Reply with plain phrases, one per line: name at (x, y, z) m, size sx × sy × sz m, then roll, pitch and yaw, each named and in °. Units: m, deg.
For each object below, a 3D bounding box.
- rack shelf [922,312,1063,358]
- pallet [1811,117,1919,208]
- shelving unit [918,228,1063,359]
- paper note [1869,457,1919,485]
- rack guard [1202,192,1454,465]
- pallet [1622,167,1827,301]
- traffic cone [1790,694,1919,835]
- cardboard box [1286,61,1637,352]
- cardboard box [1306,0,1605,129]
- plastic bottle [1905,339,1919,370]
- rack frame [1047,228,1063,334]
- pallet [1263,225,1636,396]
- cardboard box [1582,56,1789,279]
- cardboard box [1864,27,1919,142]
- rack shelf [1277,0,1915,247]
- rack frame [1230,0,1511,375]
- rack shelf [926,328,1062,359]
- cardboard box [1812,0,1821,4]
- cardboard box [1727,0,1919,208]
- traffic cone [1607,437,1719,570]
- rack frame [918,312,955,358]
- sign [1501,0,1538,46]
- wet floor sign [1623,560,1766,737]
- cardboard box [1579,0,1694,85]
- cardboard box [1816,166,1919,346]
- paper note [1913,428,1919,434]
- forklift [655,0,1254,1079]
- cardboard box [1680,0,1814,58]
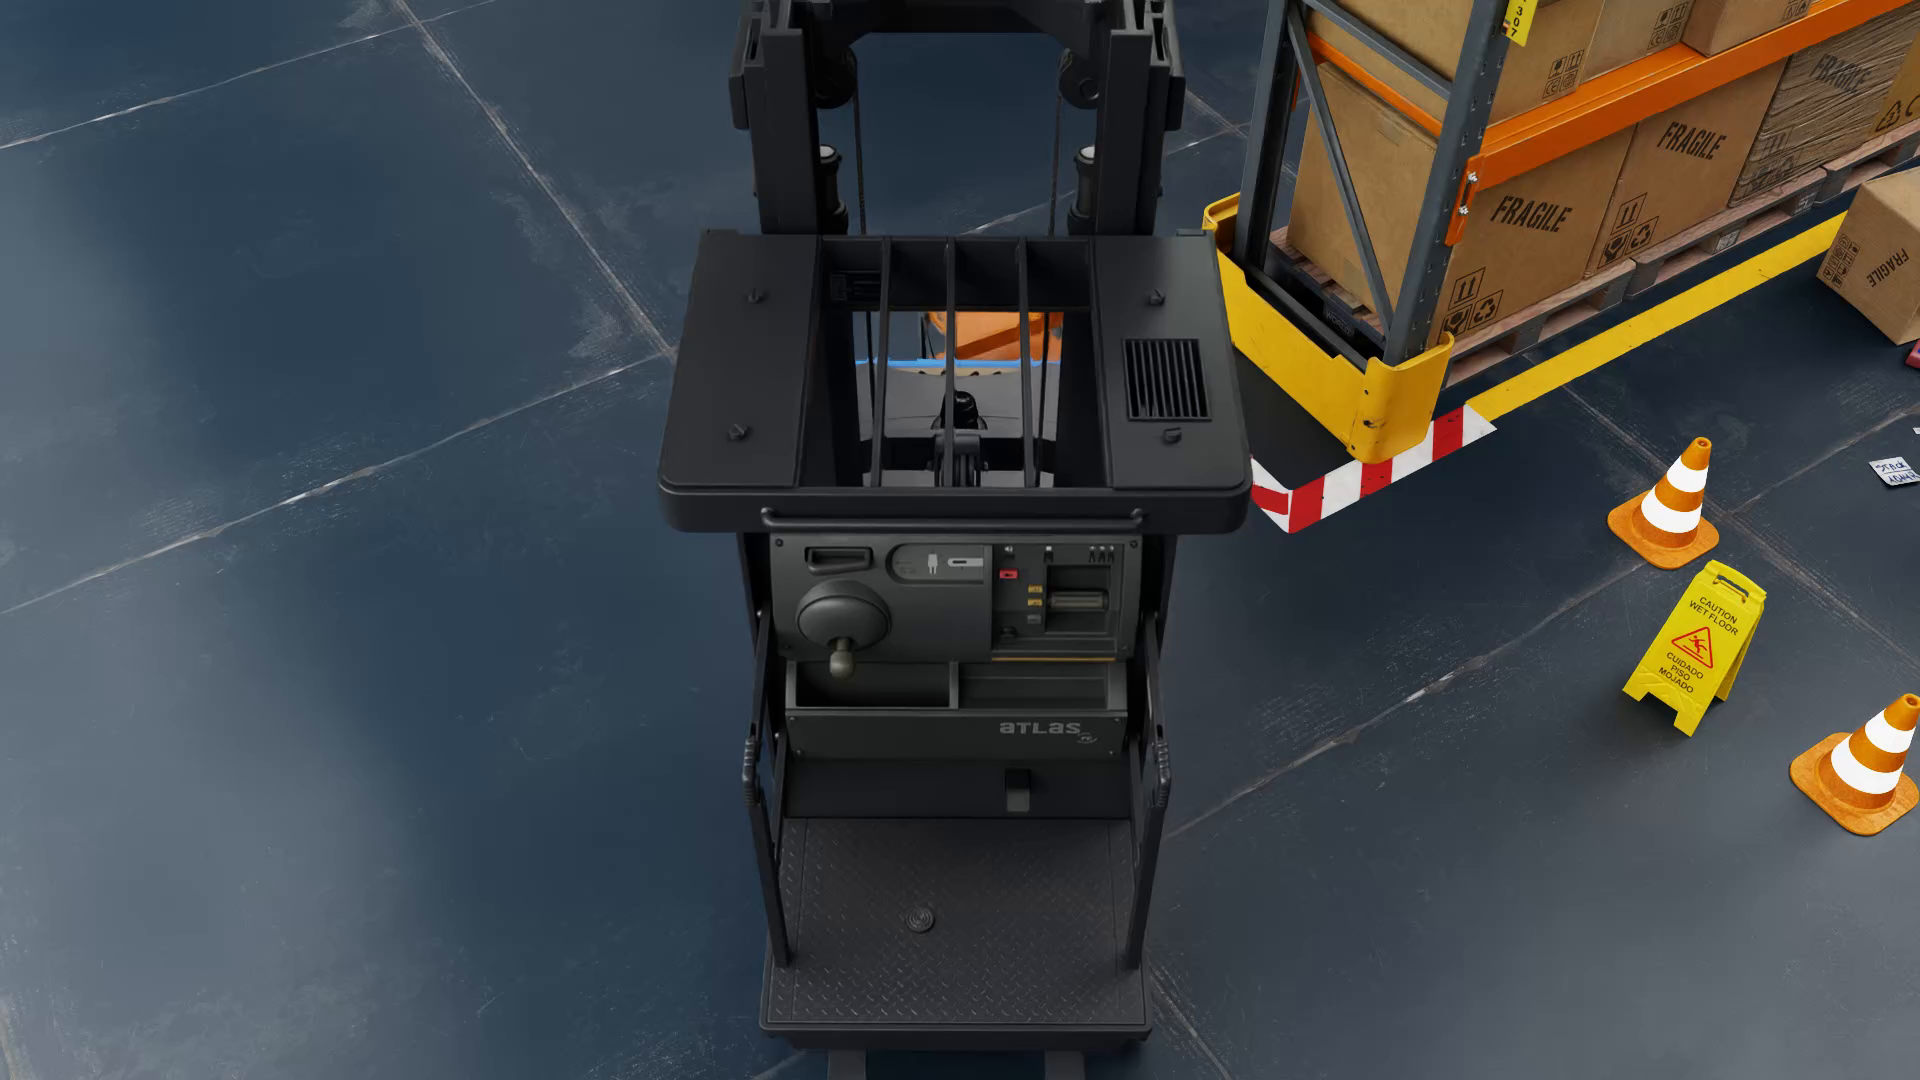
rack shelf at (0.138, -0.745, 5.584) m, size 0.480 × 0.148 × 0.258 m, roll -21°, pitch 52°, yaw -18°
pallet at (4.145, -2.134, 8.009) m, size 1.213 × 0.211 × 1.003 m, roll -25°, pitch 53°, yaw -21°
shelving unit at (0.138, -0.484, 5.878) m, size 0.503 × 1.200 × 0.258 m, roll -21°, pitch 52°, yaw -18°
paper note at (3.644, -0.269, 6.470) m, size 0.142 × 0.017 × 0.144 m, roll -9°, pitch 49°, yaw -8°
rack guard at (1.427, -0.880, 6.699) m, size 0.348 × 0.500 × 1.175 m, roll -25°, pitch 53°, yaw -21°
pallet at (3.112, -1.645, 7.573) m, size 1.213 × 0.211 × 1.003 m, roll -25°, pitch 53°, yaw -21°
traffic cone at (2.969, 0.657, 5.355) m, size 0.334 × 0.463 × 0.336 m, roll -25°, pitch 53°, yaw -21°
cardboard box at (1.985, -1.466, 6.688) m, size 0.875 × 0.875 × 0.875 m, roll -25°, pitch 53°, yaw -21°
cardboard box at (1.737, -1.947, 5.875) m, size 0.550 × 0.550 × 0.875 m, roll -25°, pitch 53°, yaw -21°
plastic bottle at (4.067, -0.721, 6.851) m, size 0.283 × 0.061 × 0.133 m, roll 30°, pitch 55°, yaw 24°
rack frame at (0.354, -0.569, 5.953) m, size 0.015 × 1.200 × 0.240 m, roll -21°, pitch 52°, yaw -18°
pallet at (2.082, -1.161, 7.143) m, size 1.213 × 0.211 × 1.003 m, roll -25°, pitch 53°, yaw -21°
cardboard box at (2.728, -1.818, 7.002) m, size 0.875 × 0.875 × 0.875 m, roll -26°, pitch 53°, yaw -21°
cardboard box at (4.261, -2.541, 7.646) m, size 0.875 × 0.875 × 0.875 m, roll -24°, pitch 53°, yaw -20°
rack shelf at (3.139, -2.278, 6.752) m, size 4.000 × 0.370 × 1.077 m, roll -25°, pitch 53°, yaw -21°
rack frame at (1.447, -1.721, 5.774) m, size 0.127 × 3.000 × 1.000 m, roll -25°, pitch 53°, yaw -21°
rack shelf at (0.138, -0.588, 5.761) m, size 0.480 × 0.148 × 0.258 m, roll -21°, pitch 52°, yaw -18°
cardboard box at (3.157, -2.561, 6.422) m, size 0.500 × 0.550 × 0.875 m, roll -25°, pitch 53°, yaw -21°
cardboard box at (3.500, -2.180, 7.324) m, size 0.875 × 0.875 × 0.875 m, roll -25°, pitch 53°, yaw -21°
traffic cone at (2.654, -0.192, 6.111) m, size 0.334 × 0.463 × 0.336 m, roll -25°, pitch 53°, yaw -21°
rack frame at (-0.078, -0.399, 5.802) m, size 0.015 × 1.200 × 0.240 m, roll -21°, pitch 52°, yaw -18°
sign at (1.738, -1.682, 5.107) m, size 0.005 × 0.325 × 0.100 m, roll -25°, pitch 53°, yaw -21°
wet floor sign at (2.479, 0.324, 5.529) m, size 0.232 × 0.644 × 0.267 m, roll -34°, pitch 57°, yaw -27°
cardboard box at (2.190, -2.180, 6.082) m, size 0.550 × 0.550 × 0.875 m, roll -25°, pitch 53°, yaw -21°
cardboard box at (4.065, -1.217, 6.998) m, size 0.500 × 0.500 × 0.500 m, roll -17°, pitch 51°, yaw -15°
paper note at (3.869, -0.437, 6.632) m, size 0.123 × 0.001 × 0.032 m, roll -2°, pitch 48°, yaw -1°
forklift at (-0.008, 0.255, 4.060) m, size 1.130 × 2.935 × 3.031 m, roll 0°, pitch 48°, yaw 0°
cardboard box at (2.731, -2.324, 6.211) m, size 0.550 × 0.550 × 0.875 m, roll -25°, pitch 53°, yaw -21°
